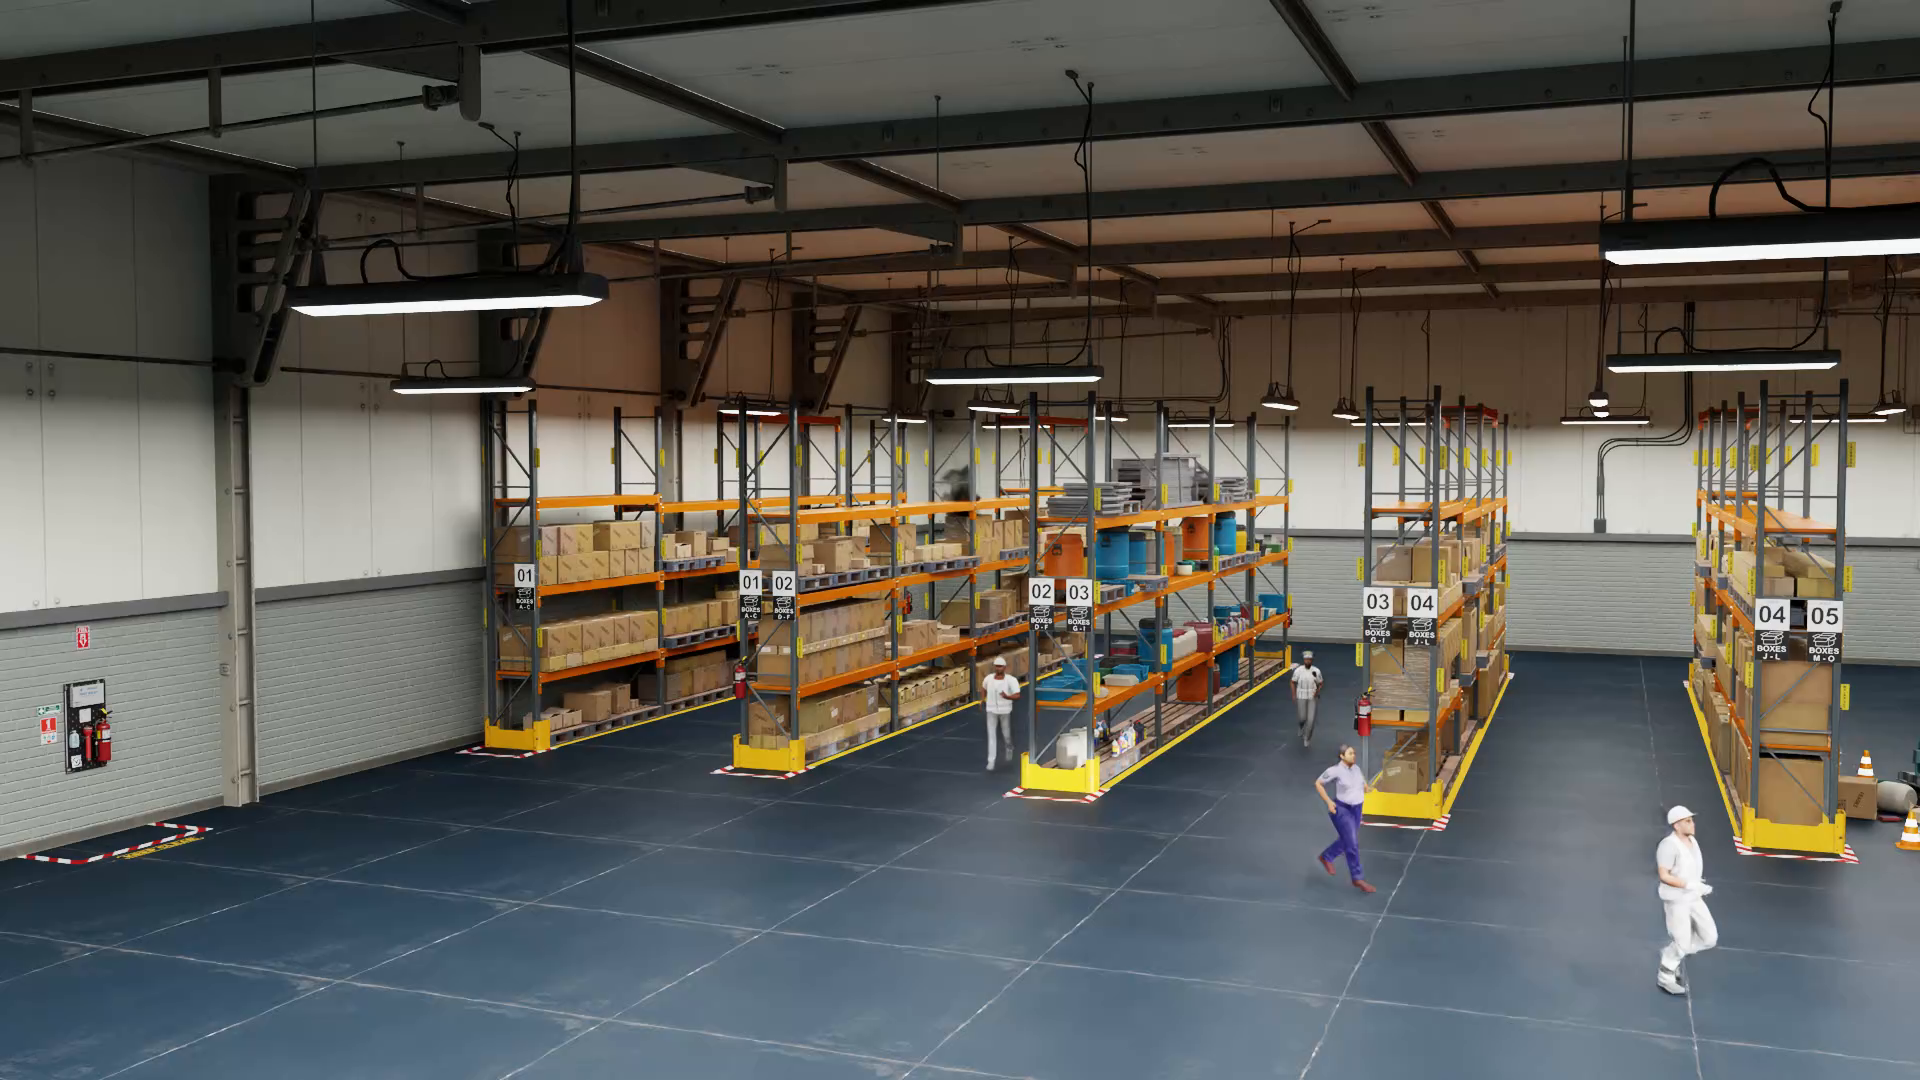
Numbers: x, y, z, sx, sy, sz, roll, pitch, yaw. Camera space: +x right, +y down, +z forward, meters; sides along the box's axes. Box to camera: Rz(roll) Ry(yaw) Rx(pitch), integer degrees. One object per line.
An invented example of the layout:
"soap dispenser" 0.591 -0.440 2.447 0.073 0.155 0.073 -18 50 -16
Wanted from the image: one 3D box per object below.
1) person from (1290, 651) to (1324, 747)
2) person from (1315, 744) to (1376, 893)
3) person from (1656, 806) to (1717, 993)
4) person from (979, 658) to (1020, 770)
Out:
"person" 6.047 2.758 28.965 0.575 1.656 0.560 0 3 8
"person" 4.511 3.212 19.430 0.591 1.622 0.939 -2 4 -38
"person" 6.761 3.355 15.469 0.681 1.753 0.604 -2 3 -35
"person" 0.635 2.768 26.795 0.700 1.754 0.989 1 3 14
